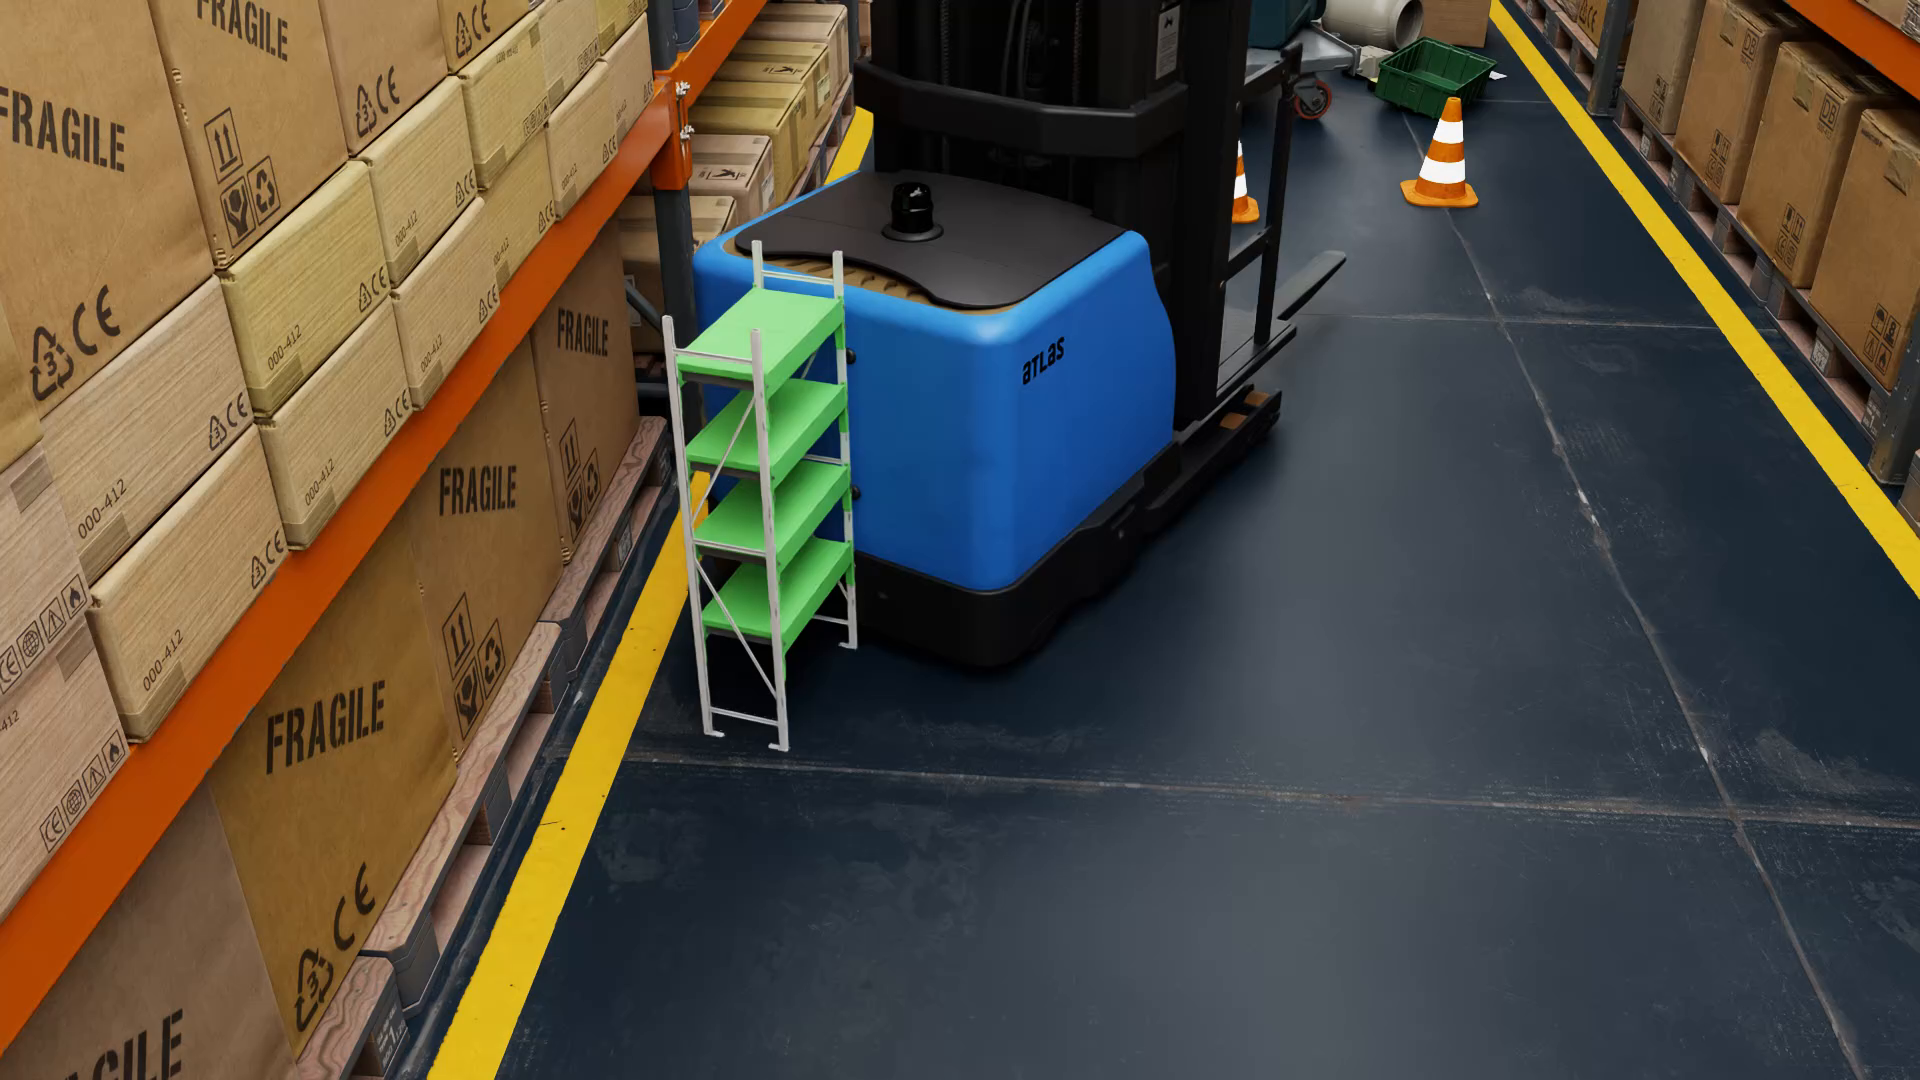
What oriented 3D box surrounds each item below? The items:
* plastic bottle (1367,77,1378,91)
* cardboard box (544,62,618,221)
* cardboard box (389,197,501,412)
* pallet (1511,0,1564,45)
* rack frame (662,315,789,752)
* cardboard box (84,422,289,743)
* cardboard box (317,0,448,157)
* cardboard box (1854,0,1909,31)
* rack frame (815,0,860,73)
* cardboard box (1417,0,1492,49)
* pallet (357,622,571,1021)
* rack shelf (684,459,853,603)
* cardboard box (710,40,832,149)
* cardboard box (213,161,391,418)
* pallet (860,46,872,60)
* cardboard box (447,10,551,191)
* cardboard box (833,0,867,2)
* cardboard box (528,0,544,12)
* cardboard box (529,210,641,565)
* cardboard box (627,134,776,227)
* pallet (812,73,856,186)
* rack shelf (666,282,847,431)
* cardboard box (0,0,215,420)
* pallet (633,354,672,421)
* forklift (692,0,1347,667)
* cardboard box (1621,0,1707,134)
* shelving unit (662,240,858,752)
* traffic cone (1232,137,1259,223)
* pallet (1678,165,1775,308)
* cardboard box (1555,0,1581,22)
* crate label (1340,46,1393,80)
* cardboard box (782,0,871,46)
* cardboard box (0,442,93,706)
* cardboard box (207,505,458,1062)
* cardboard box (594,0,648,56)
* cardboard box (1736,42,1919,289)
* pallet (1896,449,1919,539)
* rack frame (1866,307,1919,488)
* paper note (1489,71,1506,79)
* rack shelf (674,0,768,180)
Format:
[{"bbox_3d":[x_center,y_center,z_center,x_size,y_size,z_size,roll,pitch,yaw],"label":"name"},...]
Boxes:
[{"bbox_3d":[2.411,-2.515,9.273,0.133,0.061,0.283,-14,34,-21],"label":"plastic bottle"},{"bbox_3d":[-1.183,-1.017,4.184,0.500,0.250,0.500,3,32,5],"label":"cardboard box"},{"bbox_3d":[-1.254,-0.486,3.323,0.500,0.250,0.500,2,32,3],"label":"cardboard box"},{"bbox_3d":[4.129,-3.404,10.572,1.003,0.211,1.213,2,32,4],"label":"pallet"},{"bbox_3d":[-0.563,0.021,4.072,0.240,1.200,0.015,10,33,16],"label":"rack frame"},{"bbox_3d":[-1.361,0.042,2.466,0.500,0.250,0.500,2,32,3],"label":"cardboard box"},{"bbox_3d":[-1.285,-1.018,2.995,0.500,0.500,0.500,2,32,3],"label":"cardboard box"},{"bbox_3d":[3.378,-2.016,5.566,0.500,0.500,0.500,2,32,4],"label":"cardboard box"},{"bbox_3d":[-1.049,-3.715,8.420,1.000,3.000,0.127,2,32,4],"label":"rack frame"},{"bbox_3d":[2.996,-3.349,10.206,0.500,0.500,0.500,8,32,12],"label":"cardboard box"},{"bbox_3d":[-1.616,0.608,4.061,1.003,0.211,1.213,2,32,4],"label":"pallet"},{"bbox_3d":[-0.486,-0.046,4.302,0.258,0.148,0.480,10,33,16],"label":"rack shelf"},{"bbox_3d":[-1.145,-2.125,7.944,0.950,0.372,0.625,4,32,7],"label":"cardboard box"},{"bbox_3d":[-1.302,-0.436,2.765,0.500,0.250,0.500,3,32,5],"label":"cardboard box"},{"bbox_3d":[-1.030,-2.881,9.724,1.003,0.211,1.213,2,32,4],"label":"pallet"},{"bbox_3d":[-1.221,-0.972,3.634,0.500,0.250,0.500,2,32,3],"label":"cardboard box"},{"bbox_3d":[-0.732,-3.340,9.316,0.500,0.500,0.500,4,32,6],"label":"cardboard box"},{"bbox_3d":[-1.190,-1.542,3.845,0.500,0.500,0.500,3,32,5],"label":"cardboard box"},{"bbox_3d":[-1.514,-0.541,4.893,0.875,0.875,0.875,2,32,4],"label":"cardboard box"},{"bbox_3d":[-1.267,-1.365,6.711,0.950,0.372,0.625,2,32,3],"label":"cardboard box"},{"bbox_3d":[-1.111,-2.121,8.491,1.003,0.211,1.213,2,32,4],"label":"pallet"},{"bbox_3d":[-0.486,-0.454,4.051,0.258,0.148,0.480,10,33,16],"label":"rack shelf"},{"bbox_3d":[-1.365,-0.486,2.130,0.500,0.500,0.500,2,32,4],"label":"cardboard box"},{"bbox_3d":[-1.310,-0.845,6.420,1.003,0.211,1.213,2,32,4],"label":"pallet"},{"bbox_3d":[0.467,-1.636,5.111,1.130,2.935,3.031,18,36,27],"label":"forklift"},{"bbox_3d":[3.932,-2.450,8.110,1.050,0.750,0.750,2,32,4],"label":"cardboard box"},{"bbox_3d":[-0.486,-0.100,4.269,0.258,1.200,0.503,10,33,16],"label":"shelving unit"},{"bbox_3d":[1.218,-1.733,7.621,0.336,0.463,0.334,2,32,4],"label":"traffic cone"},{"bbox_3d":[3.808,-1.323,7.196,1.003,0.211,1.213,2,32,4],"label":"pallet"},{"bbox_3d":[4.083,-3.629,9.904,0.875,0.875,0.875,3,32,4],"label":"cardboard box"},{"bbox_3d":[2.350,-2.756,9.592,0.298,0.136,0.250,-20,37,-29],"label":"crate label"},{"bbox_3d":[-0.732,-3.021,9.513,0.500,0.250,0.500,1,32,2],"label":"cardboard box"},{"bbox_3d":[-1.384,0.101,1.894,0.500,0.250,0.500,2,32,3],"label":"cardboard box"},{"bbox_3d":[-1.664,0.393,3.378,0.875,0.875,0.875,3,32,5],"label":"cardboard box"},{"bbox_3d":[-1.161,-1.509,4.506,0.500,0.250,0.500,2,32,4],"label":"cardboard box"},{"bbox_3d":[3.774,-1.458,6.501,1.050,0.750,0.750,3,32,5],"label":"cardboard box"},{"bbox_3d":[3.502,0.130,4.837,1.003,0.211,1.213,2,32,4],"label":"pallet"},{"bbox_3d":[3.567,-1.465,4.769,1.000,3.000,0.127,2,32,4],"label":"rack frame"},{"bbox_3d":[3.045,-2.683,9.575,0.147,0.020,0.142,-20,37,-29],"label":"paper note"},{"bbox_3d":[-1.212,-2.363,6.912,1.077,0.370,4.000,2,32,4],"label":"rack shelf"}]
